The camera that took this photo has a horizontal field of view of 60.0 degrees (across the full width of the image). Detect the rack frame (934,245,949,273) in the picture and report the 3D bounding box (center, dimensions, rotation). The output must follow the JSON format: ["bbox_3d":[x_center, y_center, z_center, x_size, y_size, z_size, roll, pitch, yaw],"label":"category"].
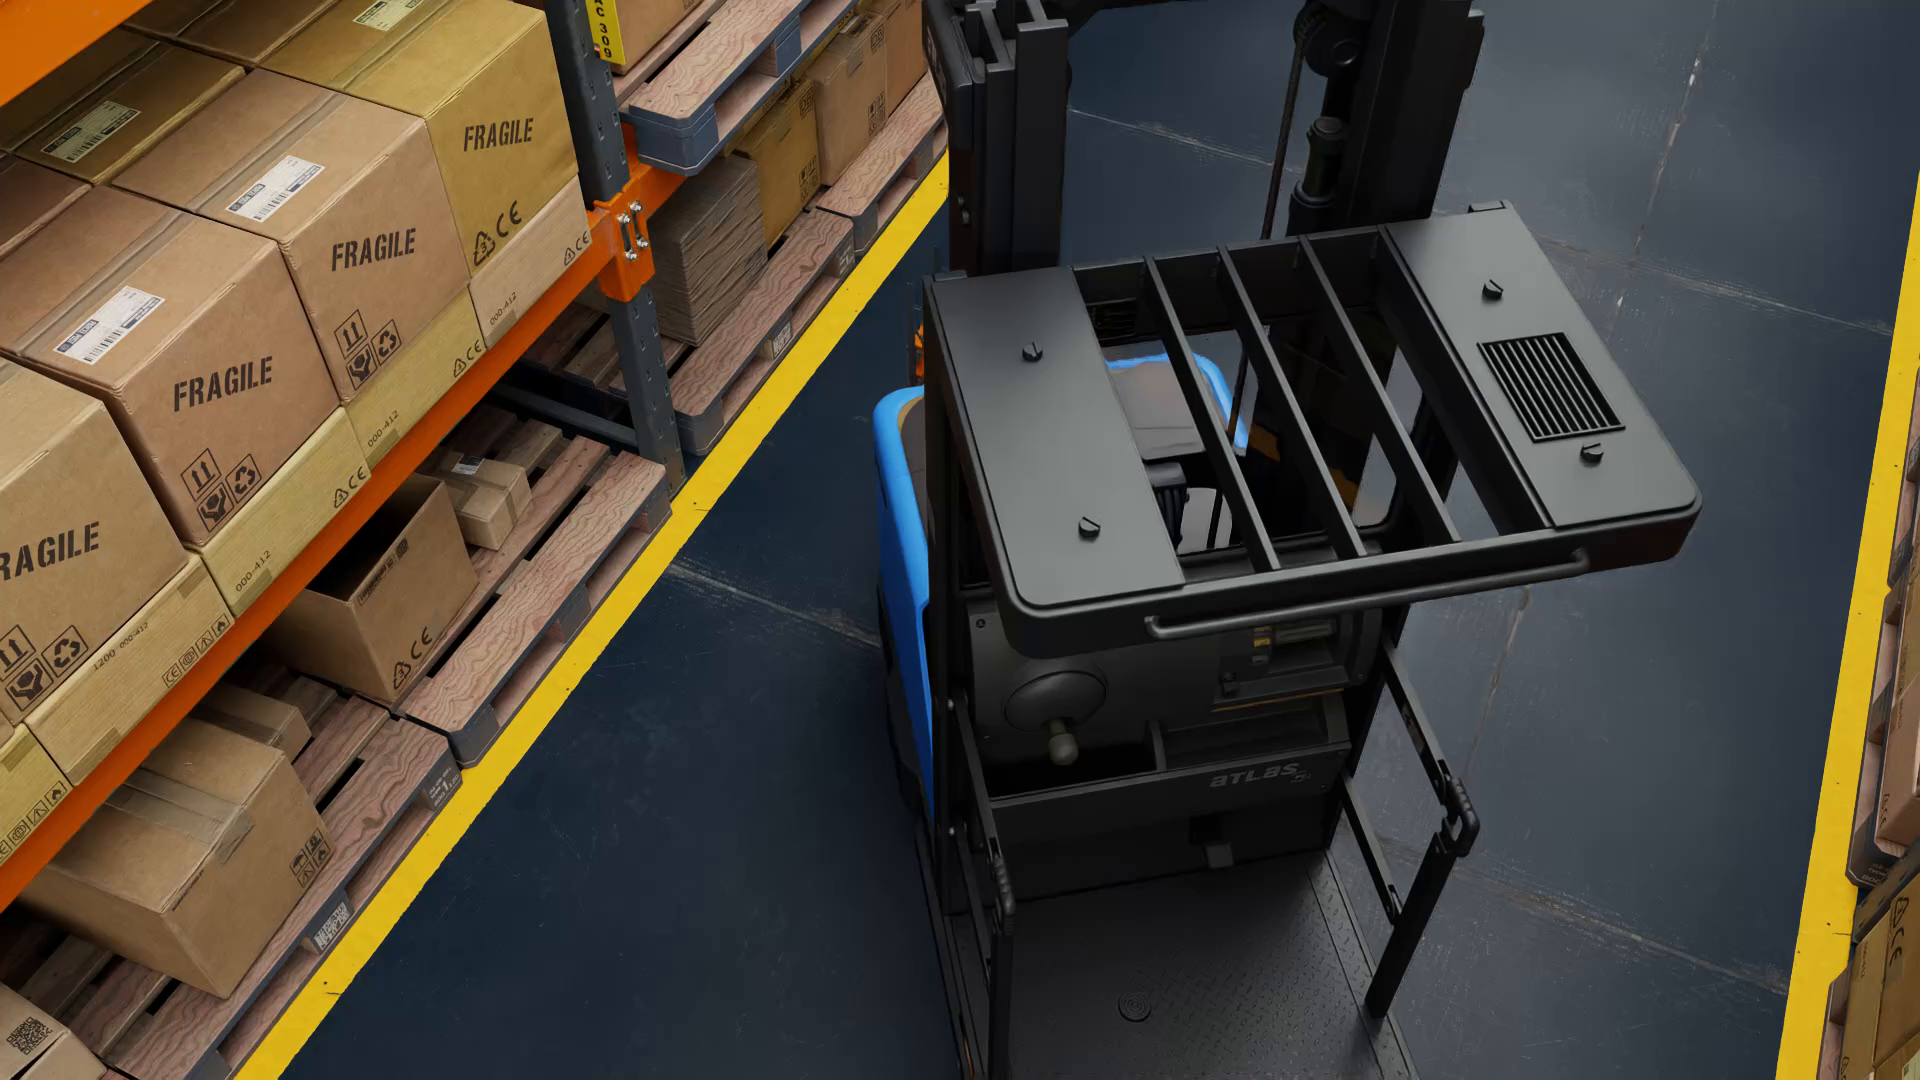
[{"bbox_3d":[0.033,-0.442,5.338,0.240,1.200,0.006,20,52,16],"label":"rack frame"}]

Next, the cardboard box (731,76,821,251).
[{"bbox_3d":[-0.975,-1.522,6.428,0.700,0.500,0.500,19,52,15],"label":"cardboard box"}]

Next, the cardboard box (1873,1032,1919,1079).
[{"bbox_3d":[2.343,1.381,3.643,0.500,0.500,0.500,20,52,16],"label":"cardboard box"}]

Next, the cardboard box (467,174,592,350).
[{"bbox_3d":[-1.378,-0.838,4.579,0.500,0.250,0.500,20,52,16],"label":"cardboard box"}]

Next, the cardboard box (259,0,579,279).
[{"bbox_3d":[-1.372,-1.079,4.292,0.500,0.500,0.500,20,52,16],"label":"cardboard box"}]

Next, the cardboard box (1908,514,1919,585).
[{"bbox_3d":[3.382,-0.020,5.328,0.500,0.250,0.500,21,53,17],"label":"cardboard box"}]

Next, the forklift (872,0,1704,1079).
[{"bbox_3d":[0.524,0.357,3.522,1.130,2.935,3.031,-8,50,-7],"label":"forklift"}]

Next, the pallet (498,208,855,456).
[{"bbox_3d":[-1.118,-0.938,6.409,1.003,0.211,1.213,20,52,16],"label":"pallet"}]

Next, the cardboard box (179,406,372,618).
[{"bbox_3d":[-1.799,-0.146,3.990,0.500,0.250,0.500,20,52,16],"label":"cardboard box"}]

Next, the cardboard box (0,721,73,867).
[{"bbox_3d":[-2.231,0.548,3.399,0.500,0.250,0.500,19,52,16],"label":"cardboard box"}]

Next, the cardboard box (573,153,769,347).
[{"bbox_3d":[-1.150,-1.149,6.111,0.700,0.500,0.500,21,53,17],"label":"cardboard box"}]

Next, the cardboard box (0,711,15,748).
[{"bbox_3d":[-2.236,0.327,3.095,0.500,0.500,0.500,18,52,15],"label":"cardboard box"}]

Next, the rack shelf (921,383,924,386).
[{"bbox_3d":[-0.006,-0.428,5.227,0.258,0.103,0.180,20,52,16],"label":"rack shelf"}]

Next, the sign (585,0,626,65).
[{"bbox_3d":[-0.956,-1.414,4.415,0.100,0.325,0.005,20,52,16],"label":"sign"}]

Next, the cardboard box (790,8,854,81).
[{"bbox_3d":[-0.746,-2.056,6.390,0.500,0.250,0.500,18,52,15],"label":"cardboard box"}]

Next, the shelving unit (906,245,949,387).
[{"bbox_3d":[-0.006,-0.379,5.285,0.258,1.200,0.189,20,52,16],"label":"shelving unit"}]

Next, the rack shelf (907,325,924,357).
[{"bbox_3d":[-0.006,-0.583,5.044,0.258,0.103,0.180,20,52,16],"label":"rack shelf"}]

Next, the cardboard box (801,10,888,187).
[{"bbox_3d":[-0.720,-1.860,6.715,0.700,0.500,0.500,20,53,16],"label":"cardboard box"}]

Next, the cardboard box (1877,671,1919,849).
[{"bbox_3d":[2.946,0.680,4.732,0.500,0.250,0.500,19,52,16],"label":"cardboard box"}]

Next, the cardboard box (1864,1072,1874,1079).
[{"bbox_3d":[2.341,1.623,3.929,0.500,0.250,0.500,20,52,16],"label":"cardboard box"}]

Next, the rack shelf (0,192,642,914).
[{"bbox_3d":[-2.304,0.306,3.993,1.077,0.370,4.000,20,52,16],"label":"rack shelf"}]

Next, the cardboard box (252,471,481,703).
[{"bbox_3d":[-1.857,0.091,5.056,0.500,0.500,0.500,16,52,13],"label":"cardboard box"}]

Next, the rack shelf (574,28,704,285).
[{"bbox_3d":[-0.595,-2.449,6.336,1.077,0.370,4.000,20,52,16],"label":"rack shelf"}]

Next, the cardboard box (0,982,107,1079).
[{"bbox_3d":[-2.538,1.339,4.118,0.500,0.311,0.500,24,54,19],"label":"cardboard box"}]

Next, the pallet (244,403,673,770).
[{"bbox_3d":[-1.704,0.073,5.549,1.003,0.211,1.213,20,52,16],"label":"pallet"}]

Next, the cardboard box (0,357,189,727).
[{"bbox_3d":[-2.026,-0.032,3.401,0.500,0.500,0.500,21,53,17],"label":"cardboard box"}]

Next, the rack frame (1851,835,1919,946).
[{"bbox_3d":[3.031,0.305,3.521,1.000,3.000,0.127,20,52,16],"label":"rack frame"}]

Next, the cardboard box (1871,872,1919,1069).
[{"bbox_3d":[2.550,1.034,3.938,0.500,0.500,0.500,20,52,16],"label":"cardboard box"}]

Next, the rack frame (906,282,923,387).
[{"bbox_3d":[-0.045,-0.316,5.231,0.240,1.200,0.006,20,52,16],"label":"rack frame"}]

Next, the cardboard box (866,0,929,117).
[{"bbox_3d":[-0.513,-2.210,7.014,0.700,0.500,0.500,20,52,16],"label":"cardboard box"}]

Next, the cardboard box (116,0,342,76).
[{"bbox_3d":[-1.839,-1.250,4.437,0.500,0.500,0.500,19,52,15],"label":"cardboard box"}]

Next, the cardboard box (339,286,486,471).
[{"bbox_3d":[-1.598,-0.497,4.289,0.500,0.250,0.500,20,52,16],"label":"cardboard box"}]

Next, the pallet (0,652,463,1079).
[{"bbox_3d":[-2.224,0.916,4.832,1.003,0.211,1.213,20,52,16],"label":"pallet"}]

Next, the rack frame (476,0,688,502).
[{"bbox_3d":[-1.450,-1.305,4.891,1.000,3.000,0.127,20,52,16],"label":"rack frame"}]

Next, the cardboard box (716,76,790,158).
[{"bbox_3d":[-0.965,-1.697,6.084,0.500,0.250,0.500,19,52,15],"label":"cardboard box"}]

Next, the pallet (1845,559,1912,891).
[{"bbox_3d":[3.310,0.688,5.026,1.003,0.211,1.213,20,52,16],"label":"pallet"}]

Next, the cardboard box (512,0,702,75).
[{"bbox_3d":[-1.201,-1.819,4.974,0.700,0.500,0.500,20,52,16],"label":"cardboard box"}]

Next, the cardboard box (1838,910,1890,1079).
[{"bbox_3d":[2.559,1.280,4.221,0.500,0.250,0.500,20,52,16],"label":"cardboard box"}]

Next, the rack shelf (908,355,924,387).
[{"bbox_3d":[-0.006,-0.506,5.136,0.258,0.103,0.180,20,52,16],"label":"rack shelf"}]

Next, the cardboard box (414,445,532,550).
[{"bbox_3d":[-1.651,-0.151,5.480,0.380,0.166,0.250,14,51,11],"label":"cardboard box"}]

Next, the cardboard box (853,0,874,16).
[{"bbox_3d":[-0.517,-2.394,6.677,0.500,0.250,0.500,20,52,16],"label":"cardboard box"}]

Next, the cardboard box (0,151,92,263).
[{"bbox_3d":[-2.281,-0.553,3.844,0.500,0.500,0.500,21,53,17],"label":"cardboard box"}]

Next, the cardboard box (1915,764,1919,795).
[{"bbox_3d":[2.945,0.506,4.512,0.500,0.311,0.500,20,52,16],"label":"cardboard box"}]

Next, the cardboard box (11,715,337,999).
[{"bbox_3d":[-2.179,0.789,4.462,0.700,0.500,0.500,17,52,14],"label":"cardboard box"}]

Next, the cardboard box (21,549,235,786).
[{"bbox_3d":[-2.013,0.201,3.695,0.500,0.250,0.500,20,53,16],"label":"cardboard box"}]

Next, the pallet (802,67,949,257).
[{"bbox_3d":[-0.598,-1.781,7.127,1.003,0.211,1.213,20,52,16],"label":"pallet"}]

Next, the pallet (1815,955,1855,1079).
[{"bbox_3d":[2.653,1.742,4.129,1.003,0.211,1.213,20,52,16],"label":"pallet"}]

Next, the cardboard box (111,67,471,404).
[{"bbox_3d":[-1.580,-0.734,3.998,0.500,0.500,0.500,20,52,16],"label":"cardboard box"}]

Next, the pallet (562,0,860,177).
[{"bbox_3d":[-0.991,-1.721,5.371,1.003,0.211,1.213,20,52,16],"label":"pallet"}]

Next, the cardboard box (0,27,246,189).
[{"bbox_3d":[-2.064,-0.895,4.135,0.500,0.500,0.500,20,52,16],"label":"cardboard box"}]

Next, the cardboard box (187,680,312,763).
[{"bbox_3d":[-2.151,0.572,4.877,0.380,0.149,0.250,16,51,13],"label":"cardboard box"}]

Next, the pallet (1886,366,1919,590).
[{"bbox_3d":[3.830,-0.155,5.743,1.003,0.211,1.213,20,52,16],"label":"pallet"}]

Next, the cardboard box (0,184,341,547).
[{"bbox_3d":[-1.805,-0.390,3.706,0.500,0.500,0.500,18,52,15],"label":"cardboard box"}]

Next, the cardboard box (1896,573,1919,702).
[{"bbox_3d":[3.164,0.332,5.028,0.500,0.250,0.500,19,52,16],"label":"cardboard box"}]
